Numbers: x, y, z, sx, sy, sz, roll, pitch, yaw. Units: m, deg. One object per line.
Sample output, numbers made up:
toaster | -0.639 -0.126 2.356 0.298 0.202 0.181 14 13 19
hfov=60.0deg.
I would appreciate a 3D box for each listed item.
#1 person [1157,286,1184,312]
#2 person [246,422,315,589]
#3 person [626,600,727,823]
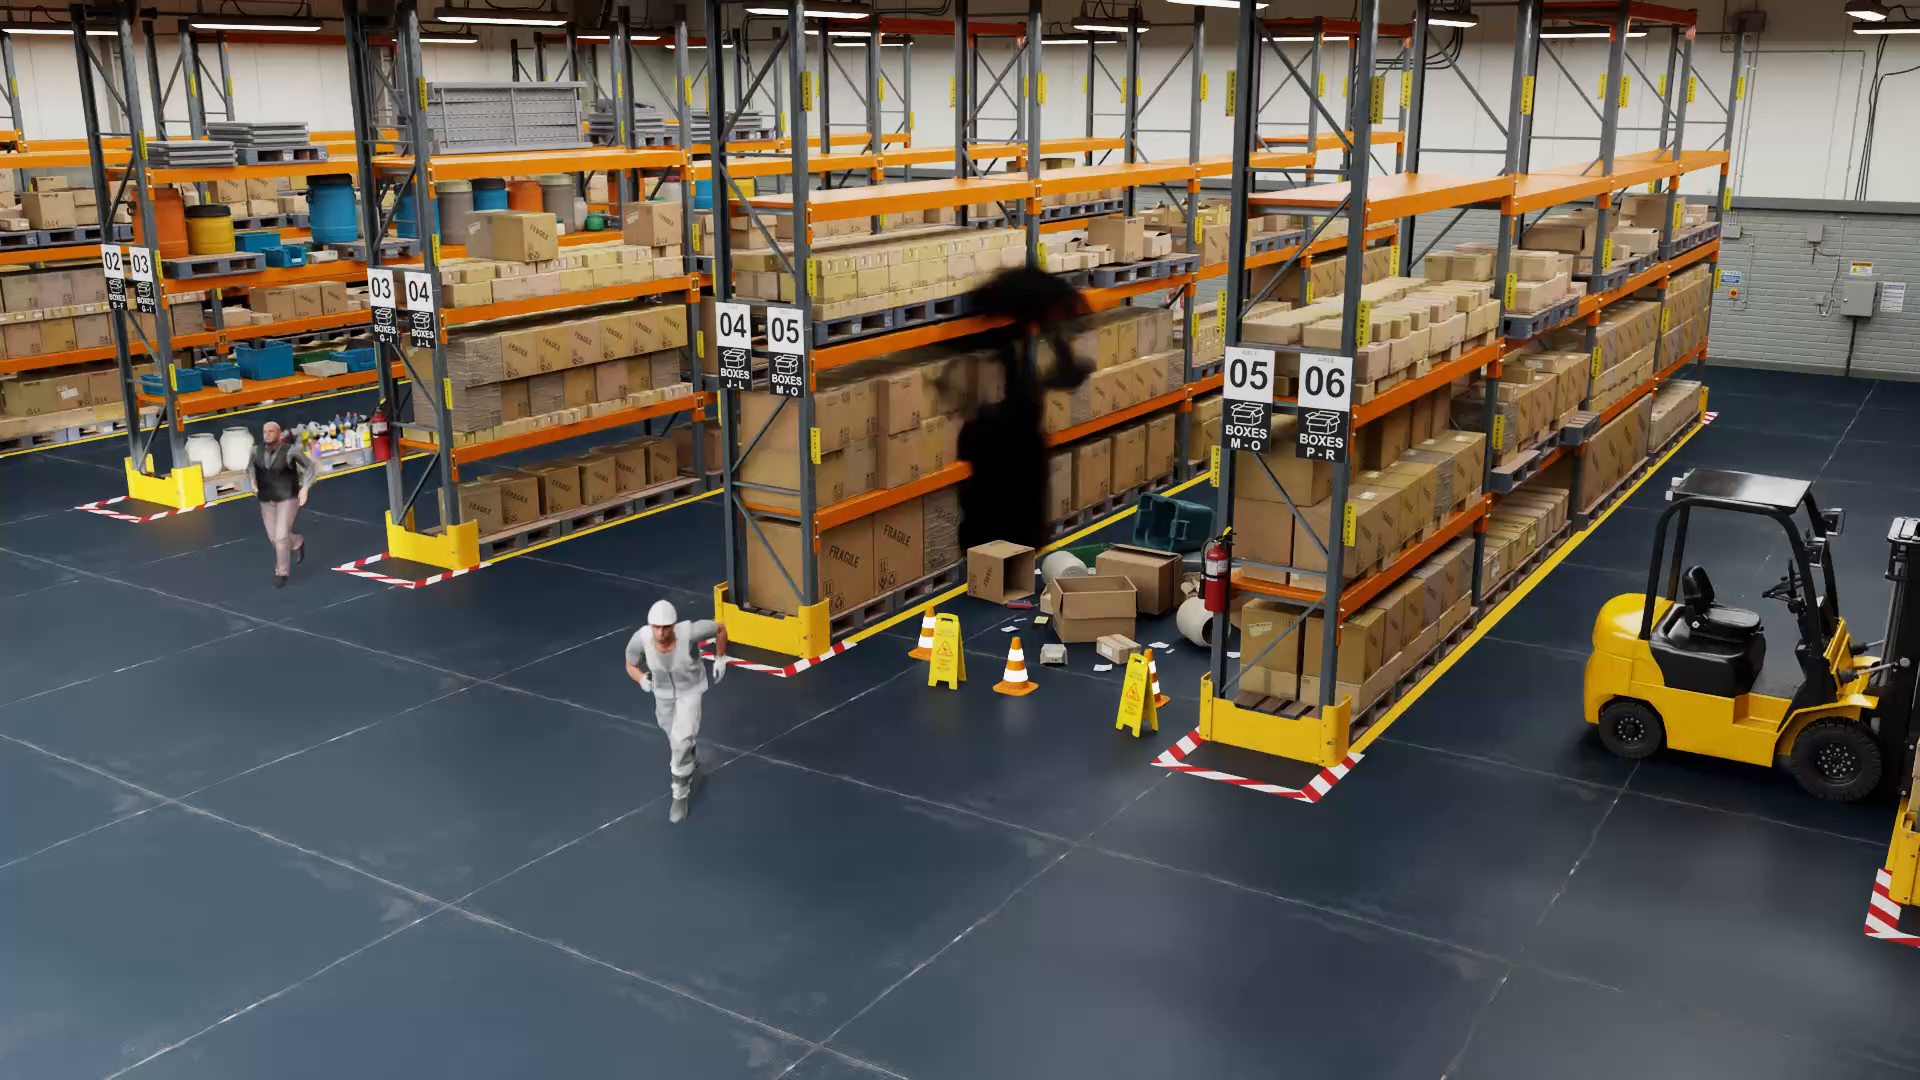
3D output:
person | 3.876 -3.813 29.780 0.712 1.692 0.626 3 16 10
person | -7.177 -0.408 17.554 0.697 1.719 0.800 2 16 6
person | -2.019 1.158 12.036 0.707 1.717 1.020 1 16 3
